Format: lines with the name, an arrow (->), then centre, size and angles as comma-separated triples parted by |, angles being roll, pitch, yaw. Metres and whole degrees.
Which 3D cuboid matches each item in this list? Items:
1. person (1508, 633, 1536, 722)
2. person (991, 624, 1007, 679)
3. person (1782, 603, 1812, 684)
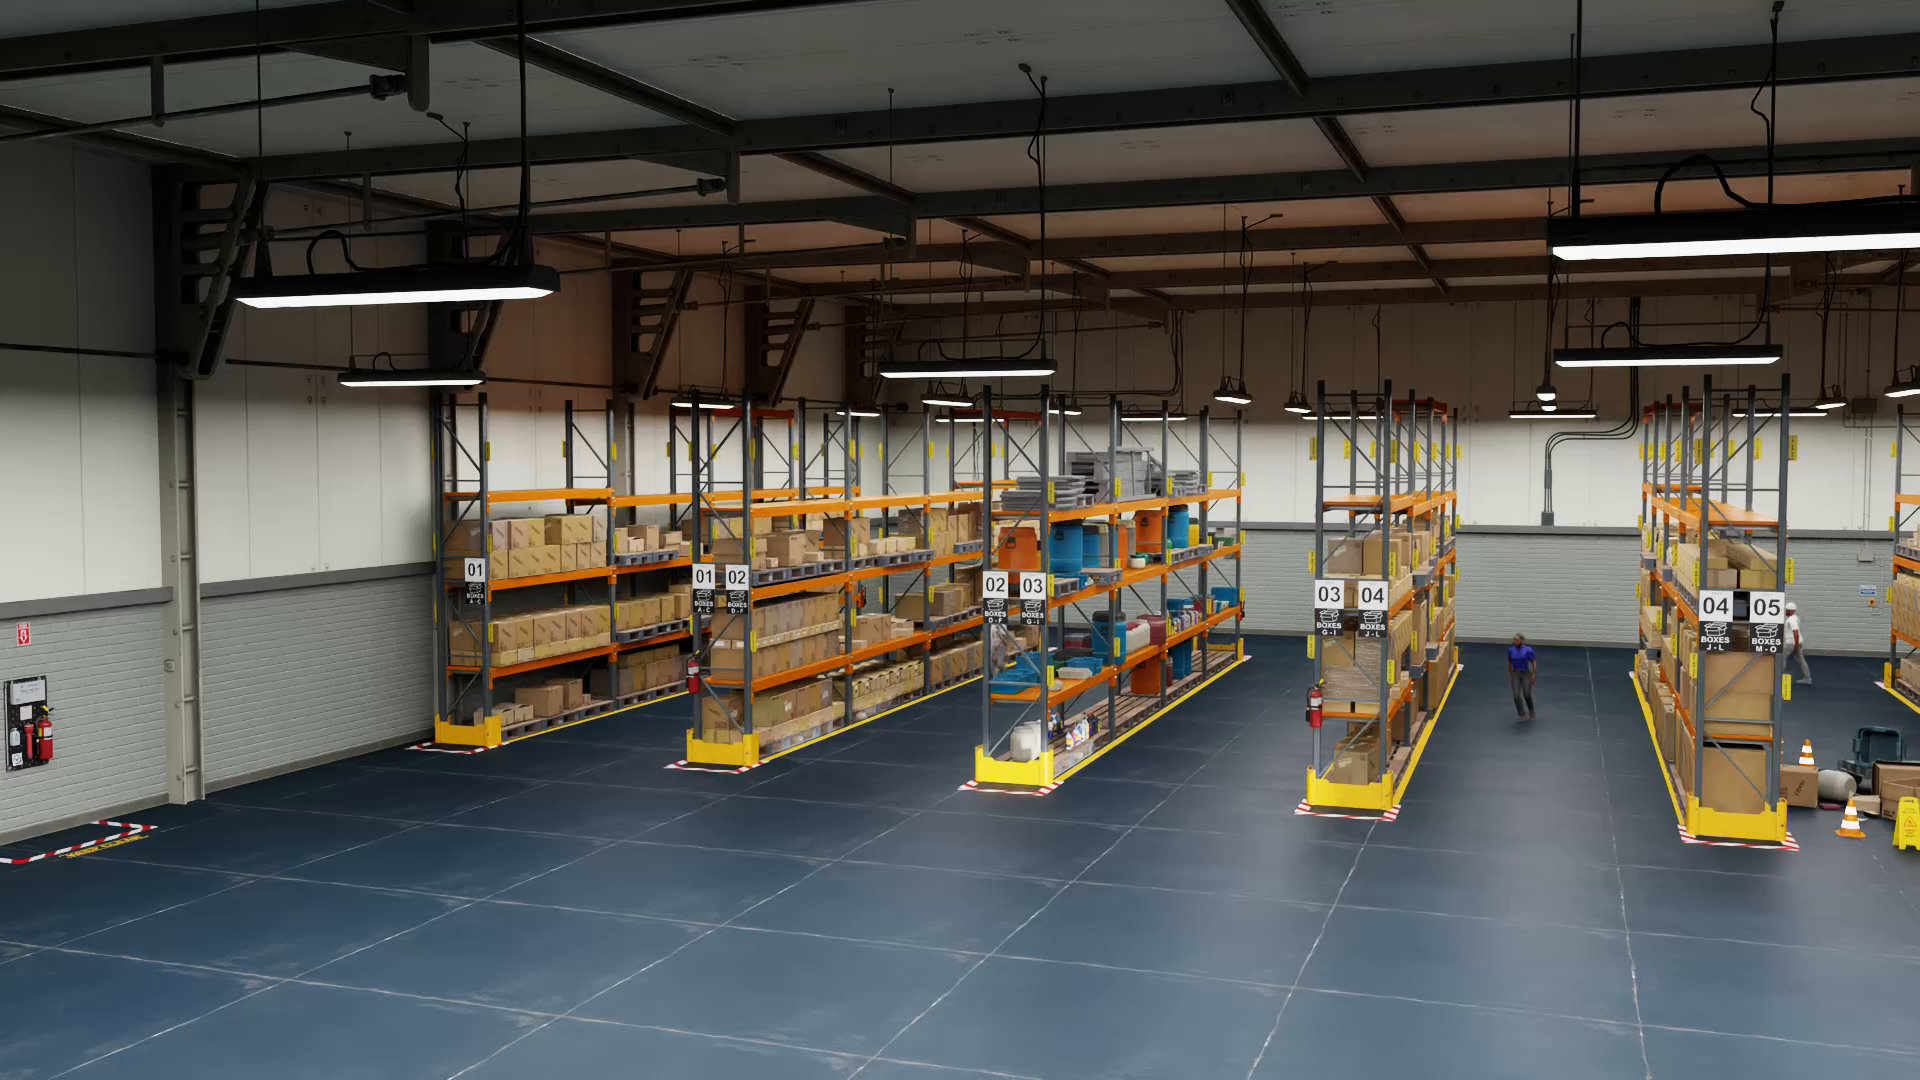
person -> 10.484, 2.549, 30.988 | 0.522, 1.625, 0.492 | 2, 4, 33
person -> 0.751, 2.184, 34.615 | 0.533, 1.582, 0.765 | 1, 3, 25
person -> 17.912, 2.213, 35.853 | 0.556, 1.718, 0.926 | -3, 4, -40
